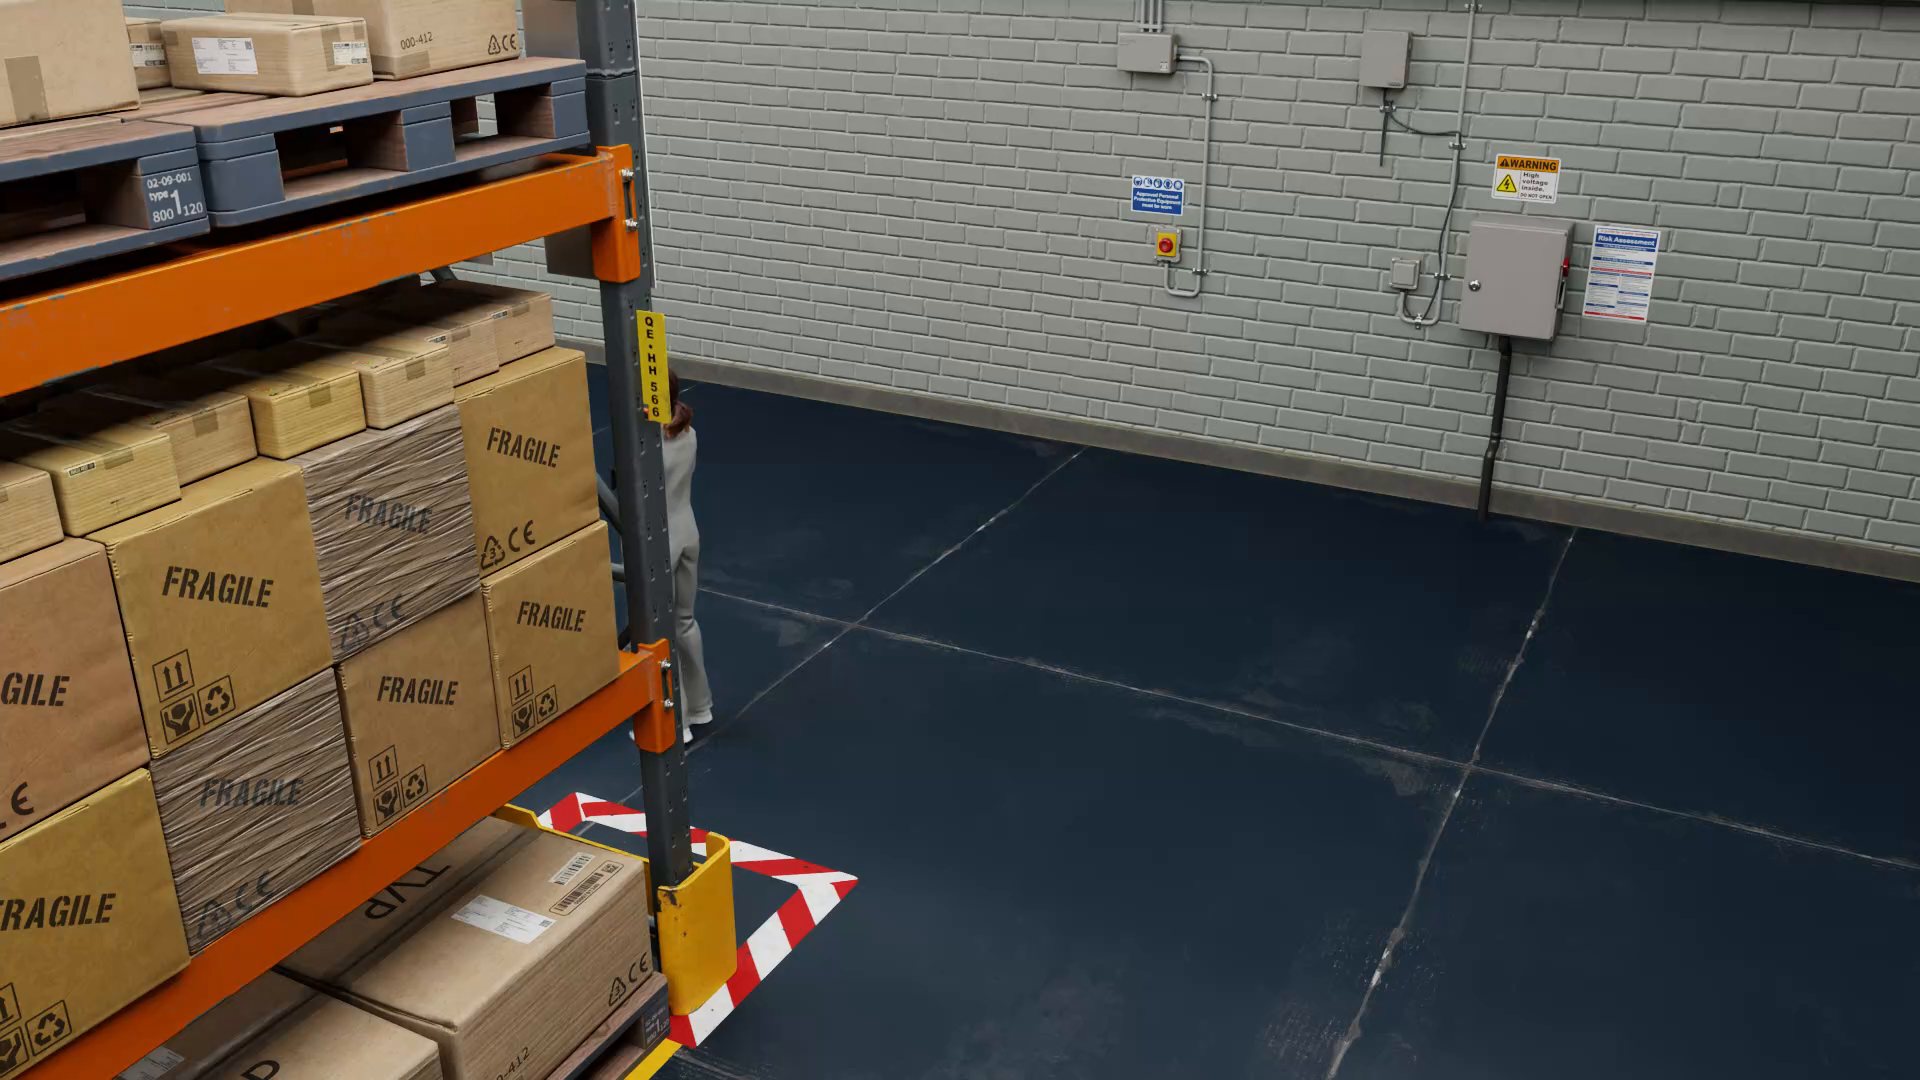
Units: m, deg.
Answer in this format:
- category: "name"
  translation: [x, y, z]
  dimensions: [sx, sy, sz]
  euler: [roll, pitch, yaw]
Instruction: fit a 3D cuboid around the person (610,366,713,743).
- category: "person"
  translation: [-1.253, 0.071, 6.972]
  dimensions: [0.384, 1.698, 0.439]
  euler: [12, 26, 26]
